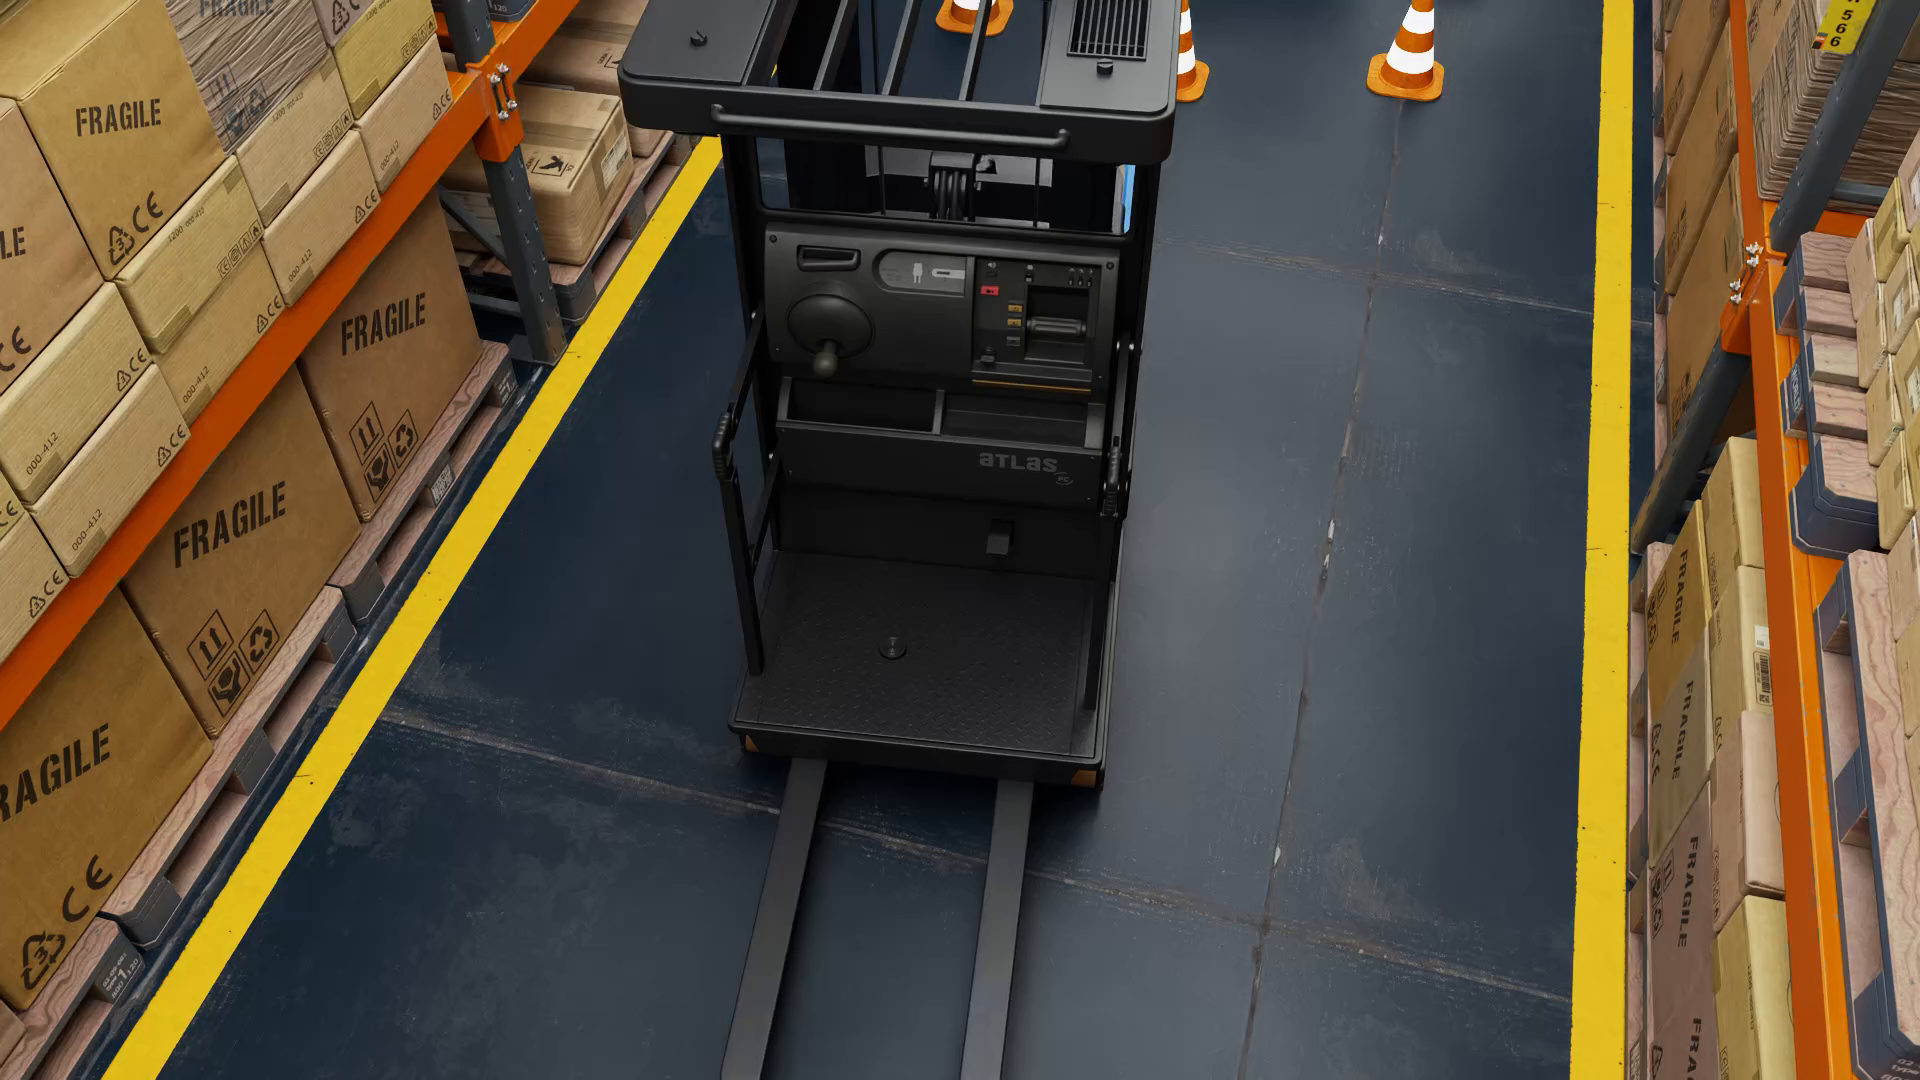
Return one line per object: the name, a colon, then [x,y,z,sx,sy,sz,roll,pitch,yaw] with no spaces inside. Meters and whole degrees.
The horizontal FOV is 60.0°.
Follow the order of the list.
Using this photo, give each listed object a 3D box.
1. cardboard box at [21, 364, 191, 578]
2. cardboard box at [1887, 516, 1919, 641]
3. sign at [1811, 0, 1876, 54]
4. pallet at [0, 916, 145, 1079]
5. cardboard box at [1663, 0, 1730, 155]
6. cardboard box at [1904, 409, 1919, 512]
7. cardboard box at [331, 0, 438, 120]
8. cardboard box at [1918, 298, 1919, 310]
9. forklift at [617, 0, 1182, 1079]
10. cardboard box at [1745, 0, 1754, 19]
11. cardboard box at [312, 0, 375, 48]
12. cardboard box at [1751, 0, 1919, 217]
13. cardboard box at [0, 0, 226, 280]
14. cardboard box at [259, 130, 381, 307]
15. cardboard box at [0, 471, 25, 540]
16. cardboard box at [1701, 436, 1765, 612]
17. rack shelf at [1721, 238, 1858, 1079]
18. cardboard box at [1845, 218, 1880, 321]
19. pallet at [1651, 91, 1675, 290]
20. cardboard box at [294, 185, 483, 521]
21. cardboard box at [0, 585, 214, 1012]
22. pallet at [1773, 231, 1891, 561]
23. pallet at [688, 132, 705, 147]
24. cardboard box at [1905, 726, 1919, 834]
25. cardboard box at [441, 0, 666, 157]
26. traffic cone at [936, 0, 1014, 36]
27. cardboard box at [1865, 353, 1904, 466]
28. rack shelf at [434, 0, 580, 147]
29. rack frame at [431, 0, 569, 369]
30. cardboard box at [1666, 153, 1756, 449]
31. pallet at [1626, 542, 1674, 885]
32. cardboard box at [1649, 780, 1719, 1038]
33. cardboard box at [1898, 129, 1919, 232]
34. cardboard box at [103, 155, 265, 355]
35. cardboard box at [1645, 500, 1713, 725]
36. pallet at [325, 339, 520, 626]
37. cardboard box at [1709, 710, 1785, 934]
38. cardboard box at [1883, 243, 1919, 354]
cardboard box: [-2.263,-0.214,4.038,0.500,0.250,0.500,11,49,9]
cardboard box: [2.205,0.121,3.530,0.380,0.149,0.250,13,50,11]
sign: [2.260,-1.375,4.191,0.100,0.325,0.005,12,50,10]
pallet: [-2.929,1.454,4.326,1.003,0.211,1.213,12,50,10]
cardboard box: [3.515,-2.009,6.743,1.050,0.750,0.750,12,50,10]
cardboard box: [2.272,-0.157,3.577,0.380,0.149,0.250,12,50,10]
cardboard box: [-1.889,-1.504,4.844,0.500,0.250,0.500,11,50,10]
cardboard box: [2.350,-0.470,3.655,0.380,0.149,0.250,11,50,10]
forklift: [-0.079,-0.501,4.237,1.130,2.935,3.031,5,49,5]
cardboard box: [2.920,-2.019,5.465,0.500,0.500,0.500,11,49,9]
cardboard box: [-1.890,-1.727,4.540,0.500,0.500,0.500,10,49,9]
cardboard box: [2.655,-1.297,4.827,0.500,0.500,0.500,12,50,10]
cardboard box: [-2.154,-0.997,3.895,0.500,0.500,0.500,12,50,10]
cardboard box: [-2.008,-0.950,4.687,0.500,0.250,0.500,12,50,11]
cardboard box: [-2.403,-0.016,3.530,0.500,0.250,0.500,12,50,11]
cardboard box: [2.381,0.006,4.631,0.500,0.250,0.500,10,49,8]
rack shelf: [2.269,0.799,3.524,1.077,0.370,4.000,12,50,10]
cardboard box: [2.483,-0.657,4.217,0.380,0.149,0.250,11,49,10]
pallet: [3.399,-1.398,6.843,1.003,0.211,1.213,12,50,10]
cardboard box: [-2.268,-0.742,5.541,0.875,0.875,0.875,11,50,10]
cardboard box: [-2.743,0.549,4.402,0.875,0.875,0.875,13,50,11]
pallet: [2.711,-0.285,4.129,1.213,0.211,1.003,12,50,10]
pallet: [-1.476,-2.311,7.649,1.003,0.211,1.213,12,50,10]
cardboard box: [2.067,0.490,3.204,0.380,0.149,0.250,10,49,9]
cardboard box: [-1.661,-2.000,6.987,0.950,0.372,0.625,11,49,9]
traffic cone: [0.071,-2.670,7.797,0.336,0.463,0.334,12,50,10]
cardboard box: [2.342,-0.268,3.873,0.380,0.149,0.250,14,50,12]
rack shelf: [-1.480,-2.998,6.875,1.077,0.370,4.000,12,50,10]
rack frame: [-2.006,-1.789,5.328,1.000,3.000,0.127,12,50,10]
cardboard box: [3.043,-0.702,5.590,1.050,0.750,0.750,11,49,10]
pallet: [2.589,0.602,5.077,1.003,0.211,1.213,12,50,10]
cardboard box: [2.104,1.001,4.253,0.500,0.500,0.500,10,49,9]
cardboard box: [2.486,-0.839,3.980,0.380,0.149,0.250,12,50,10]
cardboard box: [-2.135,-0.758,4.185,0.500,0.250,0.500,10,49,9]
cardboard box: [2.364,0.264,4.903,0.500,0.500,0.500,10,49,8]
pallet: [-2.286,-0.311,5.884,1.003,0.211,1.213,12,50,10]
cardboard box: [2.105,0.728,3.994,0.500,0.250,0.500,12,50,10]
cardboard box: [2.406,-0.533,3.909,0.380,0.149,0.250,14,50,12]
